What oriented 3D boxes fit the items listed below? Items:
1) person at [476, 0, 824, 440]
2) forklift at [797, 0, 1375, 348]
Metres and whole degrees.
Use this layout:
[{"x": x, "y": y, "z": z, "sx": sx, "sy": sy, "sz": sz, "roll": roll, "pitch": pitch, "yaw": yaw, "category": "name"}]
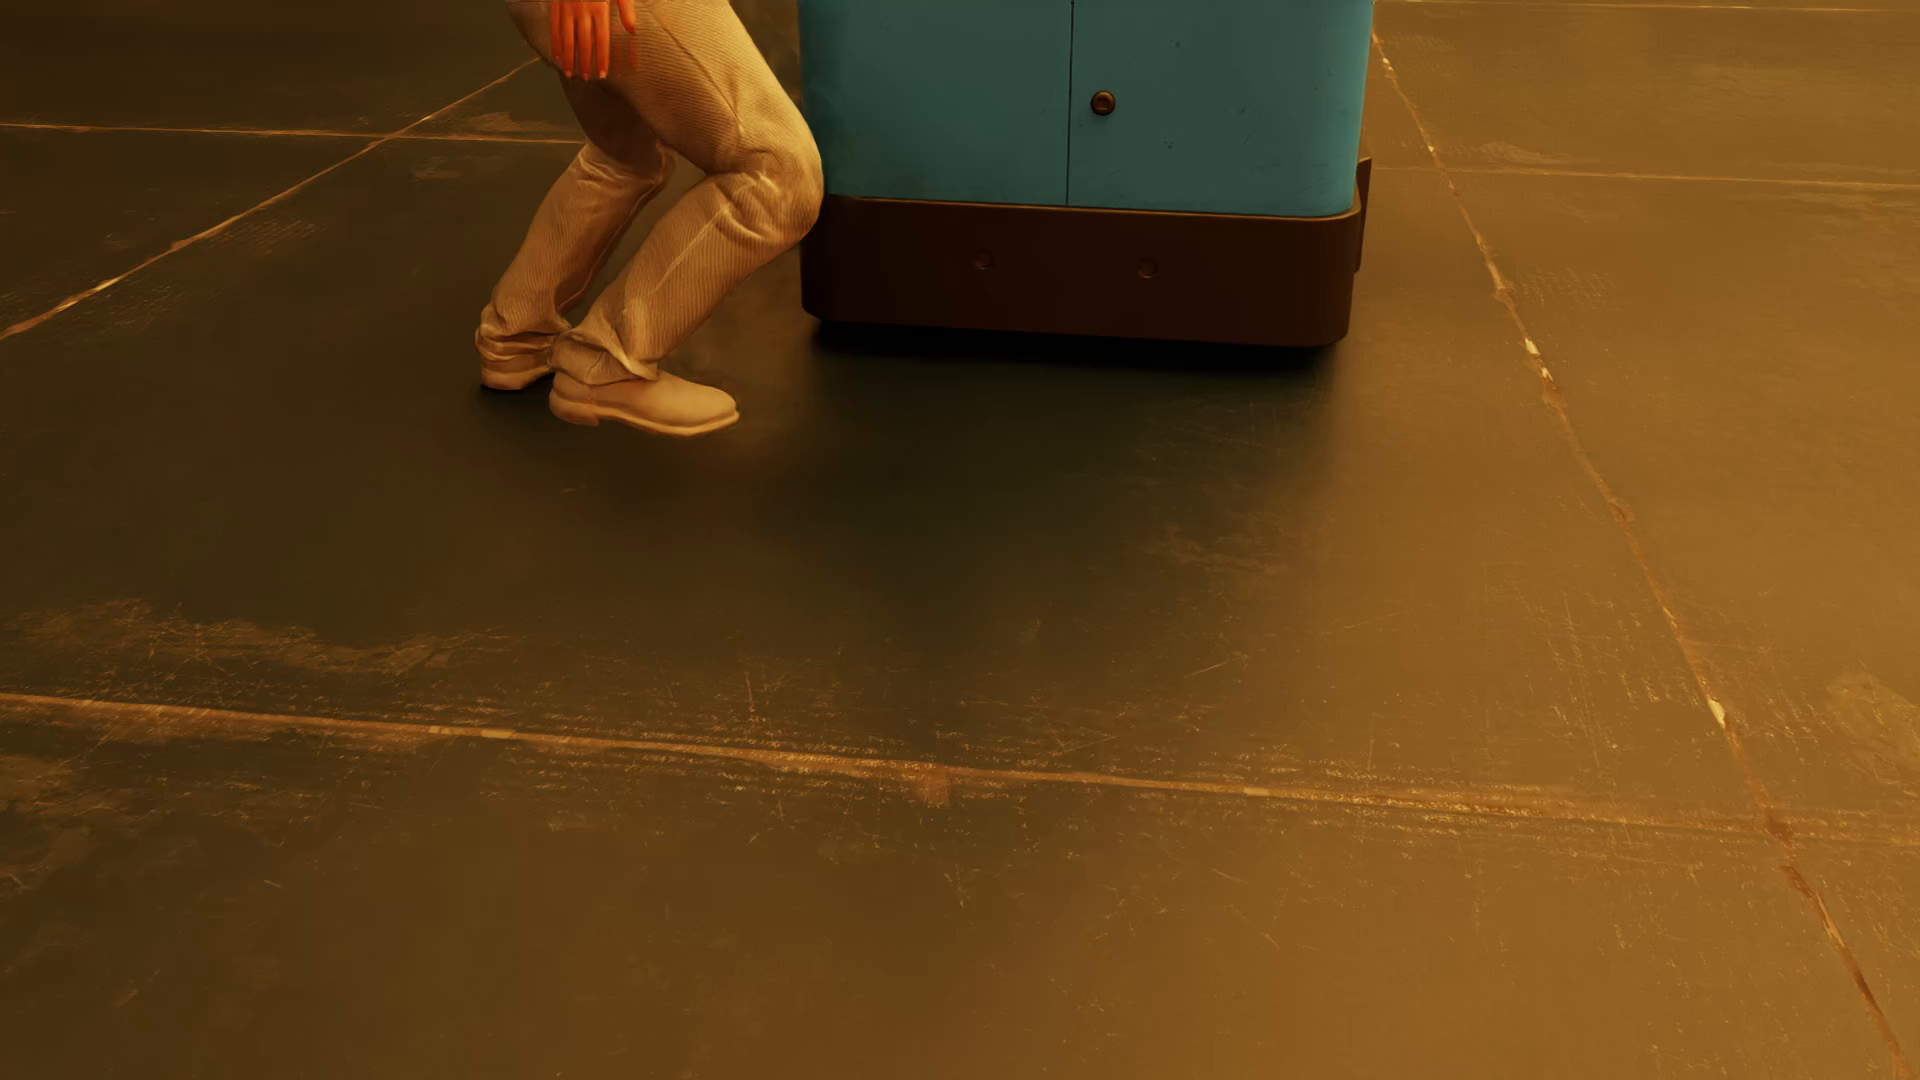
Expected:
[{"x": -0.553, "y": -0.954, "z": 2.579, "sx": 0.594, "sy": 1.667, "sz": 0.916, "roll": -5, "pitch": 27, "yaw": -10, "category": "person"}, {"x": 0.446, "y": -2.297, "z": 3.821, "sx": 1.130, "sy": 2.935, "sz": 3.031, "roll": 4, "pitch": 27, "yaw": 9, "category": "forklift"}]
